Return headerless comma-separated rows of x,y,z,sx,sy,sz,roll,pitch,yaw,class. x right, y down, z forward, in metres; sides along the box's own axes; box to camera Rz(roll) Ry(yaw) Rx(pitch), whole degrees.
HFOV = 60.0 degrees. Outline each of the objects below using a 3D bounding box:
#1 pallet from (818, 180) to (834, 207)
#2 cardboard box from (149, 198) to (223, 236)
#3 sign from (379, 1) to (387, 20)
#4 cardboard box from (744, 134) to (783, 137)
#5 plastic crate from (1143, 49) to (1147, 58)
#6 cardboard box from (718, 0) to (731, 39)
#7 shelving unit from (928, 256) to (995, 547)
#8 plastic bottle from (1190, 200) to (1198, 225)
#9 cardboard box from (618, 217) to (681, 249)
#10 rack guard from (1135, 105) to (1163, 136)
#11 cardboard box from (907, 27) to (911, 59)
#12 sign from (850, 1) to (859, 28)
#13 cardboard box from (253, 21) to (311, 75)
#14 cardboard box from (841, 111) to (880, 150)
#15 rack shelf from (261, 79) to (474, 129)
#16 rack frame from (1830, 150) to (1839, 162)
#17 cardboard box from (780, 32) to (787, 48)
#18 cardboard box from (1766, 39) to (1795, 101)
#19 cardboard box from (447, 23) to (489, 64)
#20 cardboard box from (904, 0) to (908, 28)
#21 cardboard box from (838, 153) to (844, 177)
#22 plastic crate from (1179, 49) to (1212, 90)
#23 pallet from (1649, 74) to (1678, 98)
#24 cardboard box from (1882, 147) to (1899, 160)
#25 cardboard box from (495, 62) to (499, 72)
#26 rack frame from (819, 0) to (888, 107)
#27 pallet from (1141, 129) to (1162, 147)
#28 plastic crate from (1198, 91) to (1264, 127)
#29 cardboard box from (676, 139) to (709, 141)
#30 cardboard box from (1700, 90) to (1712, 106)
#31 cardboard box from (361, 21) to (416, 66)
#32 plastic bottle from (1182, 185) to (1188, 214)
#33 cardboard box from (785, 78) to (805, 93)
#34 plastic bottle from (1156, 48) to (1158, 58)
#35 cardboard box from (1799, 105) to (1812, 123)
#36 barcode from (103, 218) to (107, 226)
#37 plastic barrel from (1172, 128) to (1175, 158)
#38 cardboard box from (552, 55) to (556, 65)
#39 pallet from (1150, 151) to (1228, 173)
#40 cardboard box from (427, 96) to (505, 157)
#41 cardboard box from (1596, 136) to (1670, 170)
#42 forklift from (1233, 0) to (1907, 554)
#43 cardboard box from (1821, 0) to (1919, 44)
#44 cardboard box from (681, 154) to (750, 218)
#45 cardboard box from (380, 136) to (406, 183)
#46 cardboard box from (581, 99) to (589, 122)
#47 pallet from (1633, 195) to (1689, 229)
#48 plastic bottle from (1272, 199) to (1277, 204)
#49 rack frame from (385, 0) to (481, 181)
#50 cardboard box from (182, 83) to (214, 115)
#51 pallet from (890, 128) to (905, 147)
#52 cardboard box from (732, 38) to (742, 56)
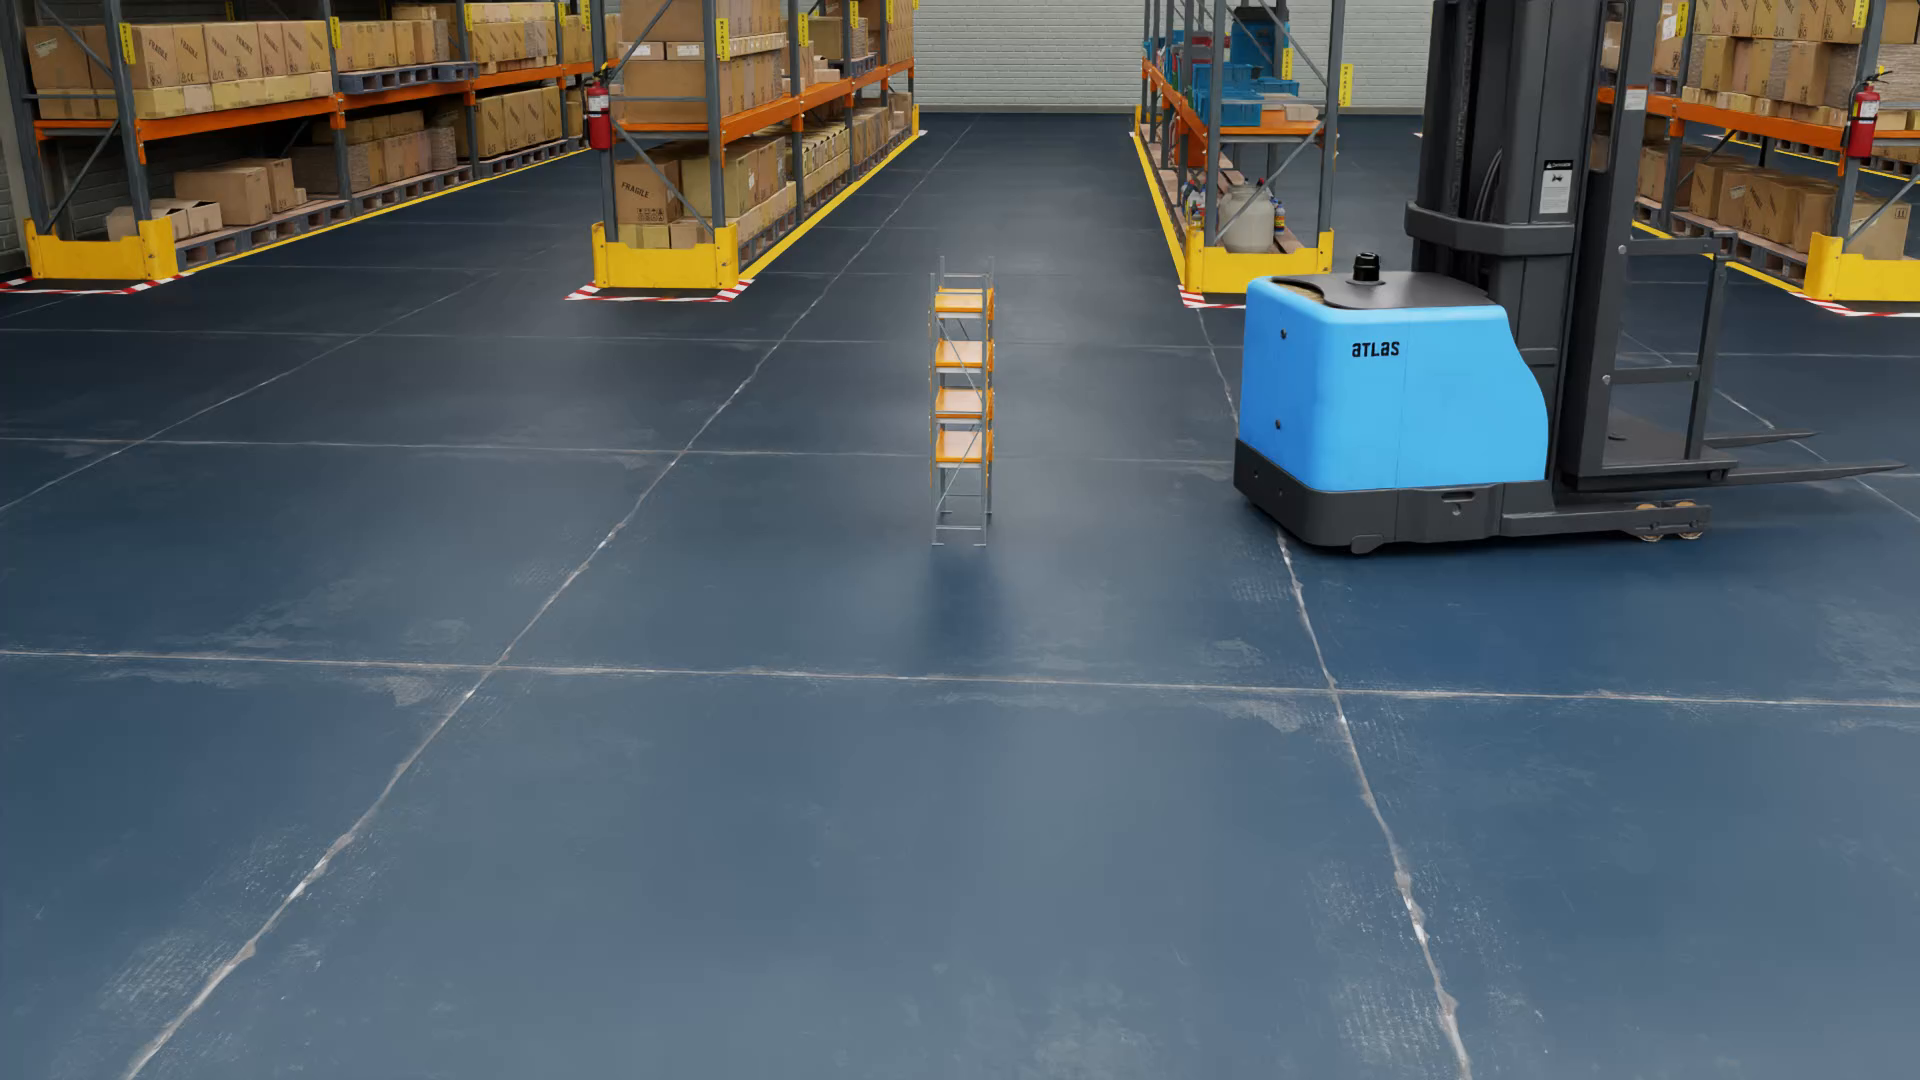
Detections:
-2.070,-4.104,19.607,1.003,0.211,1.213,1,18,4,pallet
-7.216,-3.007,15.395,0.500,0.311,0.500,3,18,8,cardboard box
-7.377,-6.732,21.292,0.100,0.325,0.005,1,18,4,sign
-2.316,-4.583,19.434,0.500,0.311,0.500,1,18,3,cardboard box
3.132,-7.960,27.225,0.250,0.136,0.298,1,18,4,plastic crate
-2.373,-4.565,14.294,0.700,0.500,0.500,1,18,2,cardboard box
0.012,-0.622,7.393,0.258,1.200,0.503,1,18,4,shelving unit
2.170,-3.000,15.417,0.061,0.283,0.133,2,18,5,plastic bottle
-2.711,-2.643,14.413,0.500,0.250,0.500,1,18,4,cardboard box
3.621,-7.254,28.759,1.175,0.500,0.348,1,18,4,rack guard
-1.102,-8.287,27.736,0.500,0.500,0.500,1,18,4,cardboard box
-1.328,-6.600,20.889,0.100,0.325,0.005,1,18,4,sign
-6.865,-4.914,16.608,0.500,0.500,0.500,1,18,4,cardboard box
-1.425,-5.856,23.786,0.500,0.500,0.500,2,18,5,cardboard box
-6.966,-5.208,19.654,1.077,0.370,4.000,1,18,4,rack shelf
13.226,-6.939,23.783,1.000,3.000,0.127,1,18,4,rack frame
-1.974,-5.086,16.924,0.380,0.149,0.250,1,18,4,cardboard box
7.487,-4.026,14.254,0.875,0.500,0.500,1,18,4,cardboard box
-6.533,-6.514,21.816,0.500,0.500,0.500,2,18,6,cardboard box
-1.134,-8.606,27.104,0.500,0.500,0.500,2,18,5,cardboard box
-1.710,-4.625,20.463,0.500,0.250,0.500,1,18,3,cardboard box
2.501,-4.895,17.442,0.402,0.464,0.583,1,18,4,plastic crate
7.912,-4.740,17.379,1.003,0.211,1.213,1,18,4,pallet
12.848,-5.400,22.426,0.500,0.500,0.500,2,18,5,cardboard box
-6.533,-6.478,22.748,0.380,0.149,0.250,2,18,5,cardboard box
-1.595,-7.304,24.895,1.000,3.000,0.127,1,18,4,rack frame
3.444,-6.476,26.848,1.003,0.211,1.213,1,18,4,pallet
2.223,-3.556,13.698,0.499,0.251,0.616,1,18,4,plastic crate
-2.542,-3.776,16.666,0.500,0.500,0.500,1,18,4,cardboard box
7.376,-4.262,16.015,0.380,0.149,0.250,1,18,4,cardboard box
-6.914,-5.894,19.725,0.700,0.500,0.500,1,18,4,cardboard box
2.316,-3.432,16.747,0.152,0.276,0.135,2,18,6,plastic bottle
-1.901,-4.970,18.178,0.380,0.149,0.250,1,18,4,cardboard box
2.894,-7.032,24.254,0.061,0.283,0.133,1,18,4,plastic bottle
7.258,-3.562,13.880,0.380,0.149,0.250,1,18,4,cardboard box
-7.655,-2.849,14.898,0.001,0.075,0.075,1,18,4,barcode
3.028,-5.297,22.091,0.421,0.512,0.421,0,18,0,plastic barrel
-6.278,-7.192,24.926,0.380,0.149,0.250,1,18,4,cardboard box
3.164,-5.248,23.101,1.003,0.211,1.213,1,18,4,pallet
-6.639,-5.574,22.395,0.750,0.750,0.750,1,18,3,cardboard box
7.944,-4.479,19.583,0.700,0.500,0.500,0,18,-1,cardboard box
2.883,-1.542,7.422,3.031,2.935,1.130,-4,18,-11,forklift
7.218,-4.195,13.164,0.500,0.500,0.500,1,18,4,cardboard box
-2.161,-3.143,14.735,0.500,0.500,0.500,1,18,4,cardboard box
-7.010,-4.498,19.640,0.700,0.500,0.500,1,18,5,cardboard box
-6.341,-6.811,26.731,0.700,0.500,0.500,1,18,3,cardboard box
7.766,-3.513,17.807,1.003,0.211,1.213,1,18,4,pallet
2.958,-3.071,15.654,0.097,0.271,0.097,0,18,0,plastic bottle
-6.823,-6.171,21.438,1.000,3.000,0.127,1,18,4,rack frame
-7.022,-3.930,14.810,0.500,0.250,0.500,1,18,2,cardboard box
-1.460,-6.572,27.140,1.003,0.211,1.213,1,18,4,pallet
-2.140,-4.370,14.741,0.380,0.149,0.250,1,18,2,cardboard box
